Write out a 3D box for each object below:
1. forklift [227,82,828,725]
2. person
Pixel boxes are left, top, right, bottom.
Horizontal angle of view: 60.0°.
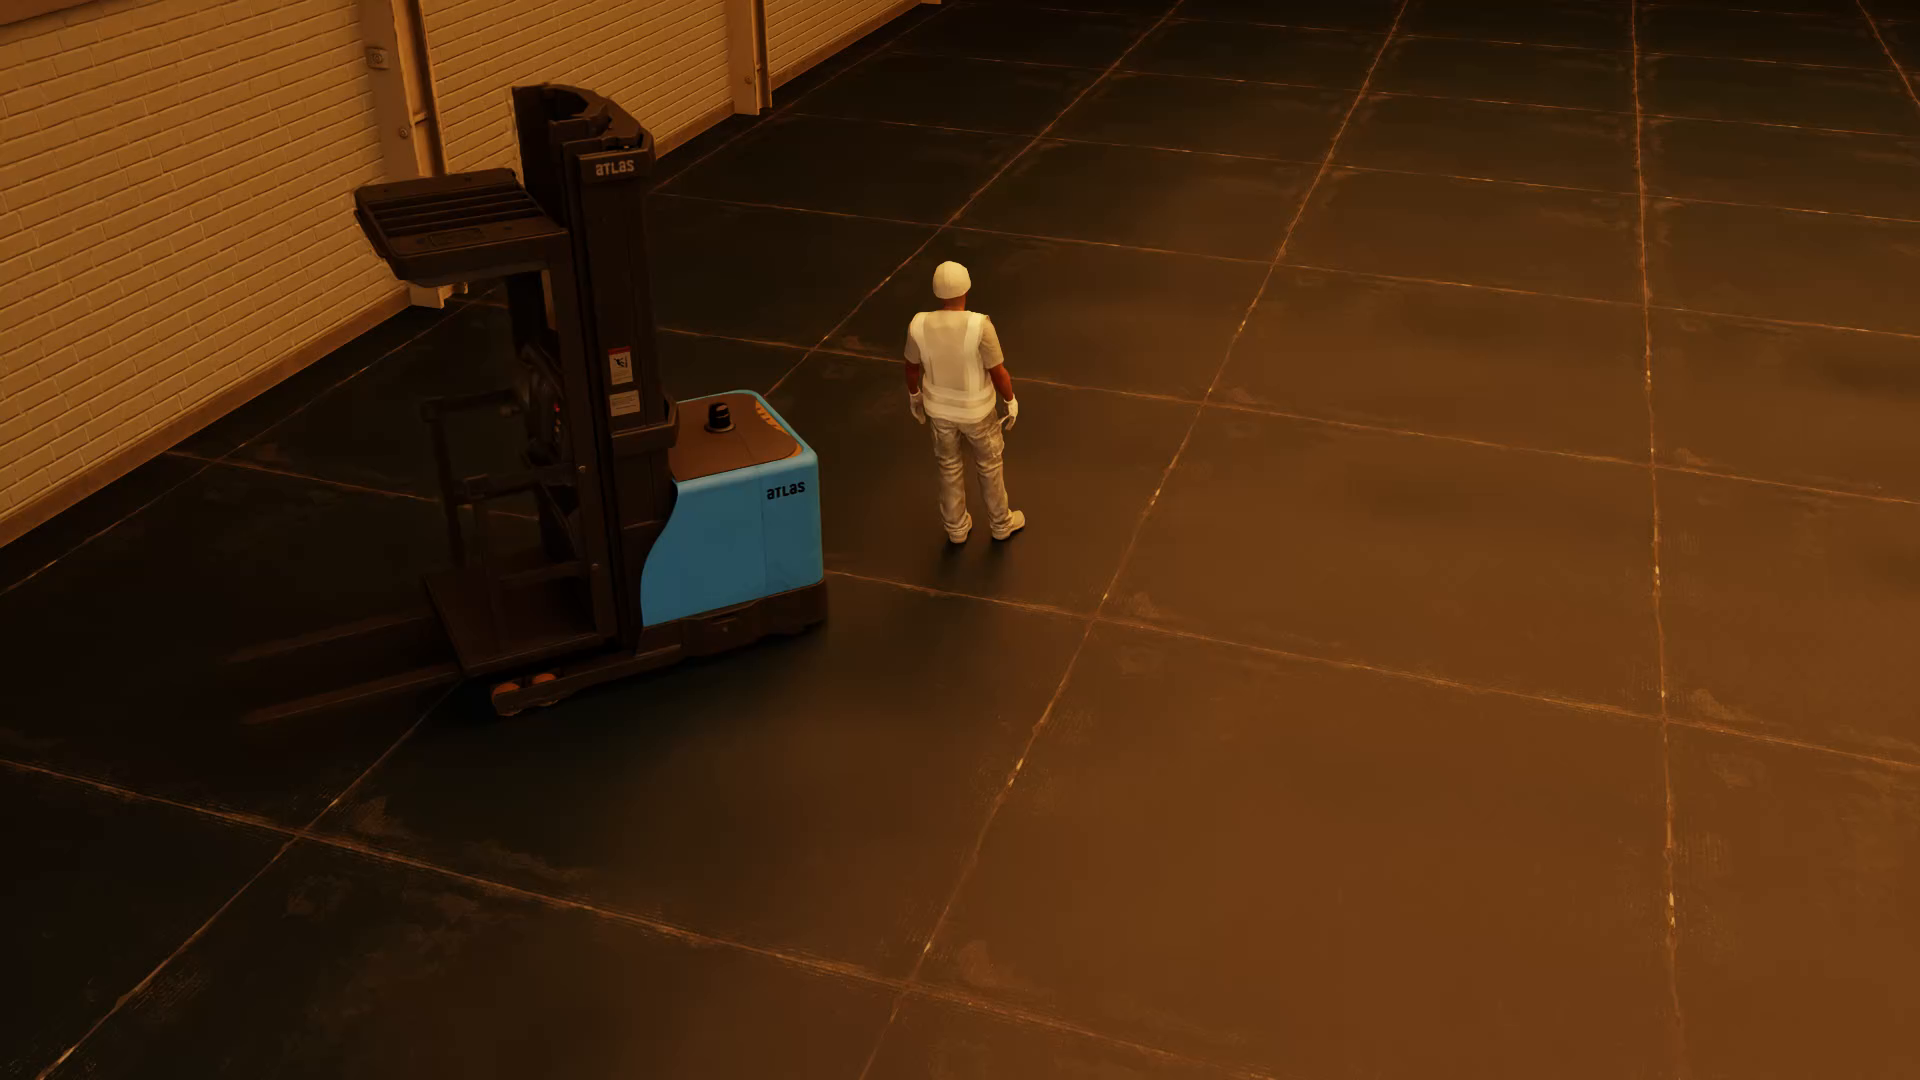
[{"bbox_3d":[-2.285,-0.672,8.315,3.031,2.935,1.130,-14,33,-23],"label":"forklift"},{"bbox_3d":[0.031,-0.813,9.709,0.656,1.784,0.575,10,31,16],"label":"person"}]
